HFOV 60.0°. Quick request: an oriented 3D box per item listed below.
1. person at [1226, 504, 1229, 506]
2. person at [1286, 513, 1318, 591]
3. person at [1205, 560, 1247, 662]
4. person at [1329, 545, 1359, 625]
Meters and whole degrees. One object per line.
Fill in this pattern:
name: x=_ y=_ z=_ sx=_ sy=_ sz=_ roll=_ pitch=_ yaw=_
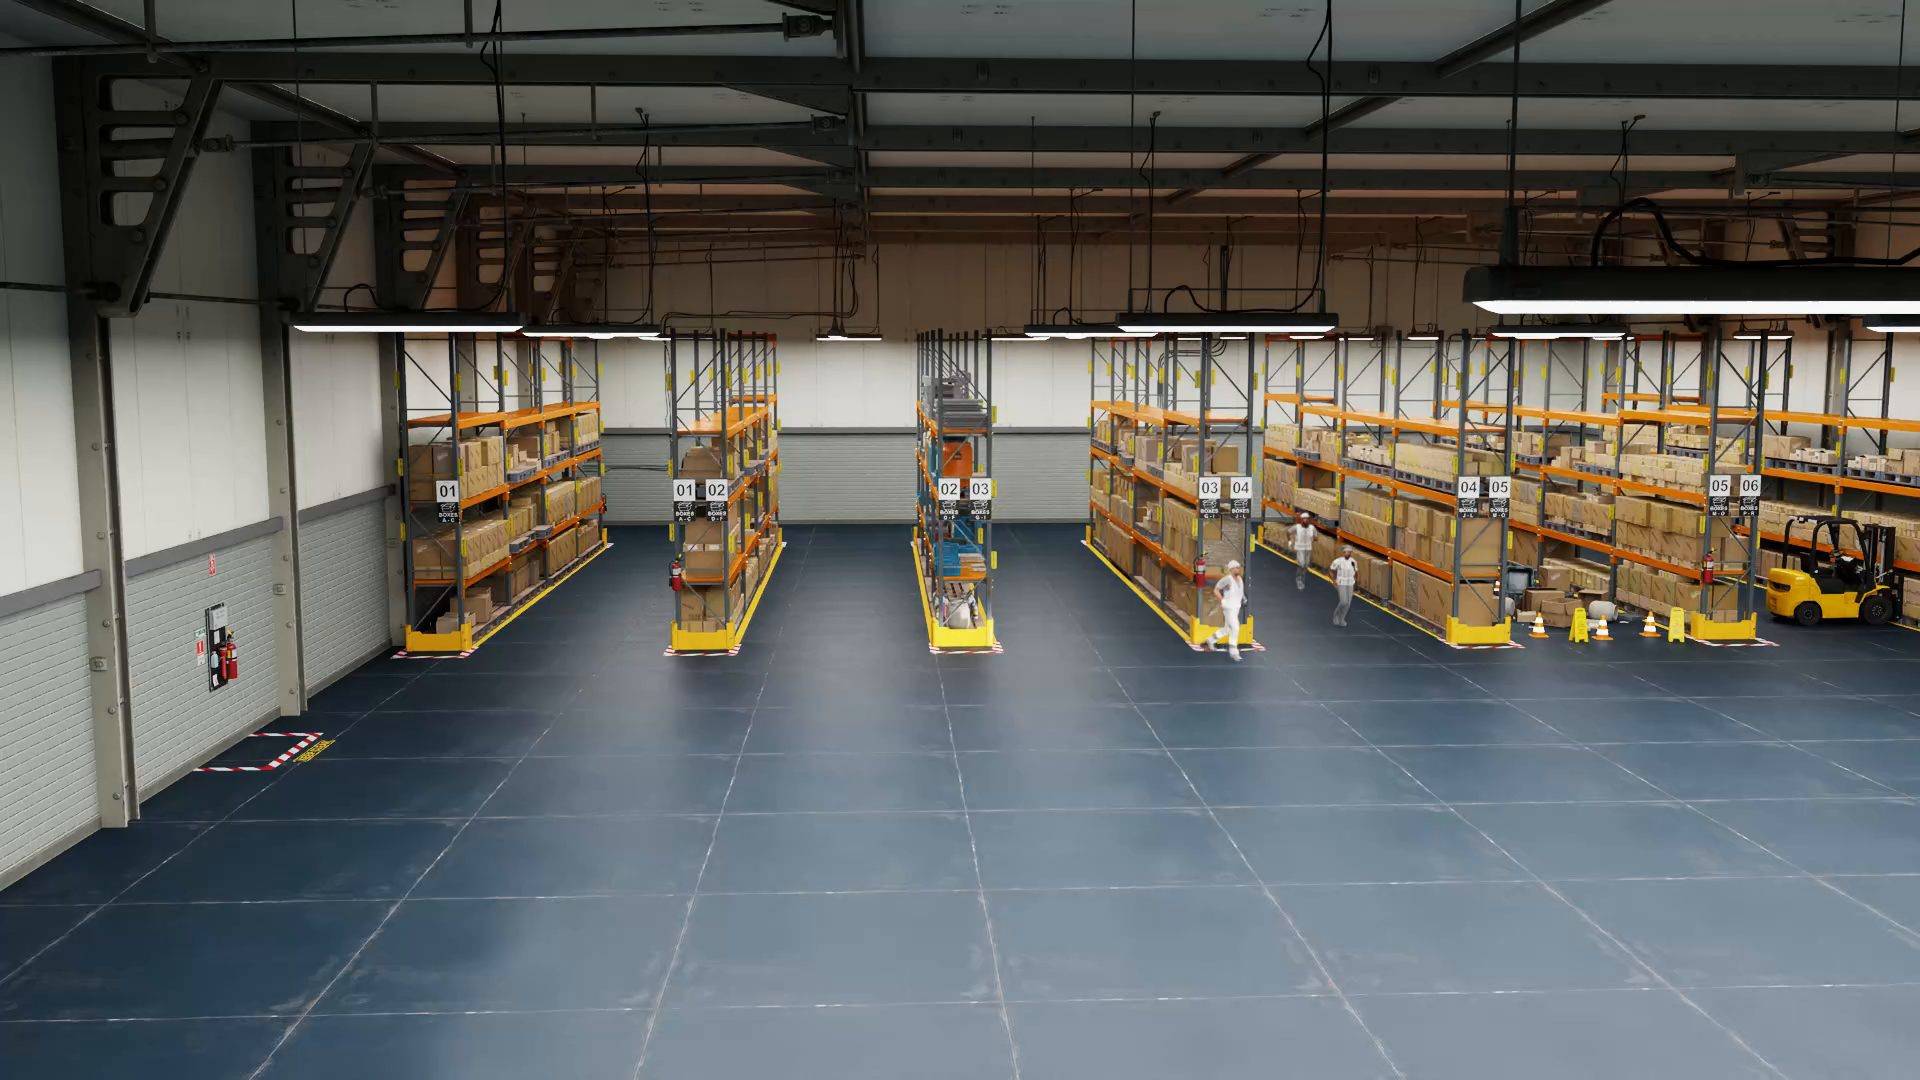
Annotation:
person: x=7.453 y=-0.784 z=48.112 sx=0.798 sy=1.737 sz=0.754 roll=-6 pitch=9 yaw=-43
person: x=8.030 y=0.267 z=38.829 sx=0.669 sy=1.815 sz=0.694 roll=-1 pitch=7 yaw=-10
person: x=4.898 y=1.258 z=30.379 sx=0.868 sy=1.804 sz=0.644 roll=6 pitch=9 yaw=41
person: x=7.841 y=0.922 z=33.733 sx=0.585 sy=1.668 sz=0.582 roll=-2 pitch=7 yaw=-15
